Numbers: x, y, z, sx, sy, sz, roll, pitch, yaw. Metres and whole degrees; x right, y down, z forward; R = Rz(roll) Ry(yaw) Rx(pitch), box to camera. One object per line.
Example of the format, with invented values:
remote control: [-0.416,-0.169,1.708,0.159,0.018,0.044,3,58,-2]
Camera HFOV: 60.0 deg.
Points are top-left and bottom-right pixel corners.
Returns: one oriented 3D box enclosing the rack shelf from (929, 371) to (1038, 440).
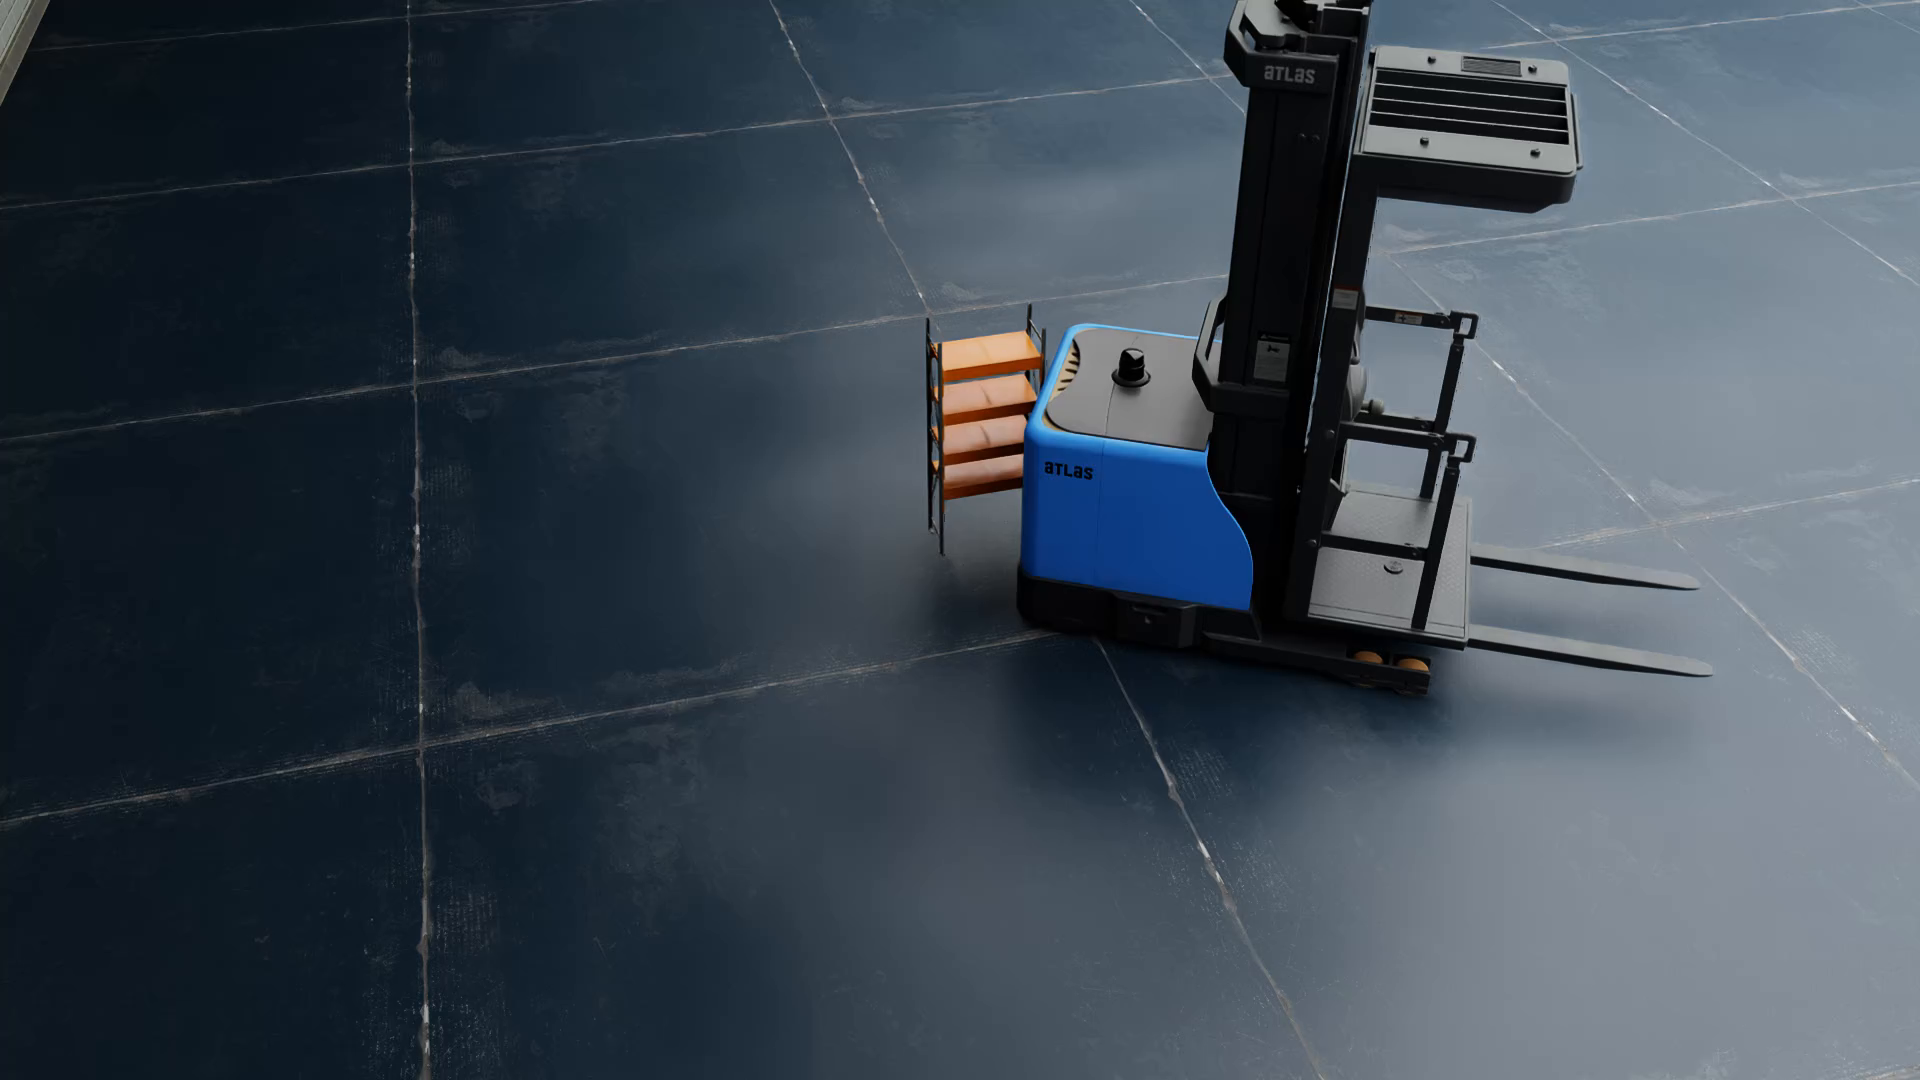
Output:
rack shelf: [0.117,-0.633,7.812,0.480,0.148,0.258,-10,38,-12]

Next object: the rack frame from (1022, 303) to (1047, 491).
rack frame: [0.352,-0.548,7.958,0.015,1.200,0.240,-10,38,-12]

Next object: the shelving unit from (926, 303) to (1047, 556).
shelving unit: [0.117,-0.508,7.907,0.503,1.200,0.258,-10,38,-12]

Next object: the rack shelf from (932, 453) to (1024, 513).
rack shelf: [0.117,-0.297,8.068,0.480,0.148,0.258,-10,38,-12]

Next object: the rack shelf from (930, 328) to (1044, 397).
rack shelf: [0.117,-0.821,7.668,0.480,0.148,0.258,-10,38,-12]

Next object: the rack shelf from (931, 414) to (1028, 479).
rack shelf: [0.117,-0.455,7.947,0.480,0.148,0.258,-10,38,-12]

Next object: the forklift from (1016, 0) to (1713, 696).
forklift: [1.836,-0.836,6.910,3.031,2.935,1.130,9,38,11]

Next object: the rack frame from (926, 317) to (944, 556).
rack frame: [-0.118,-0.469,7.855,0.015,1.200,0.240,-10,38,-12]
